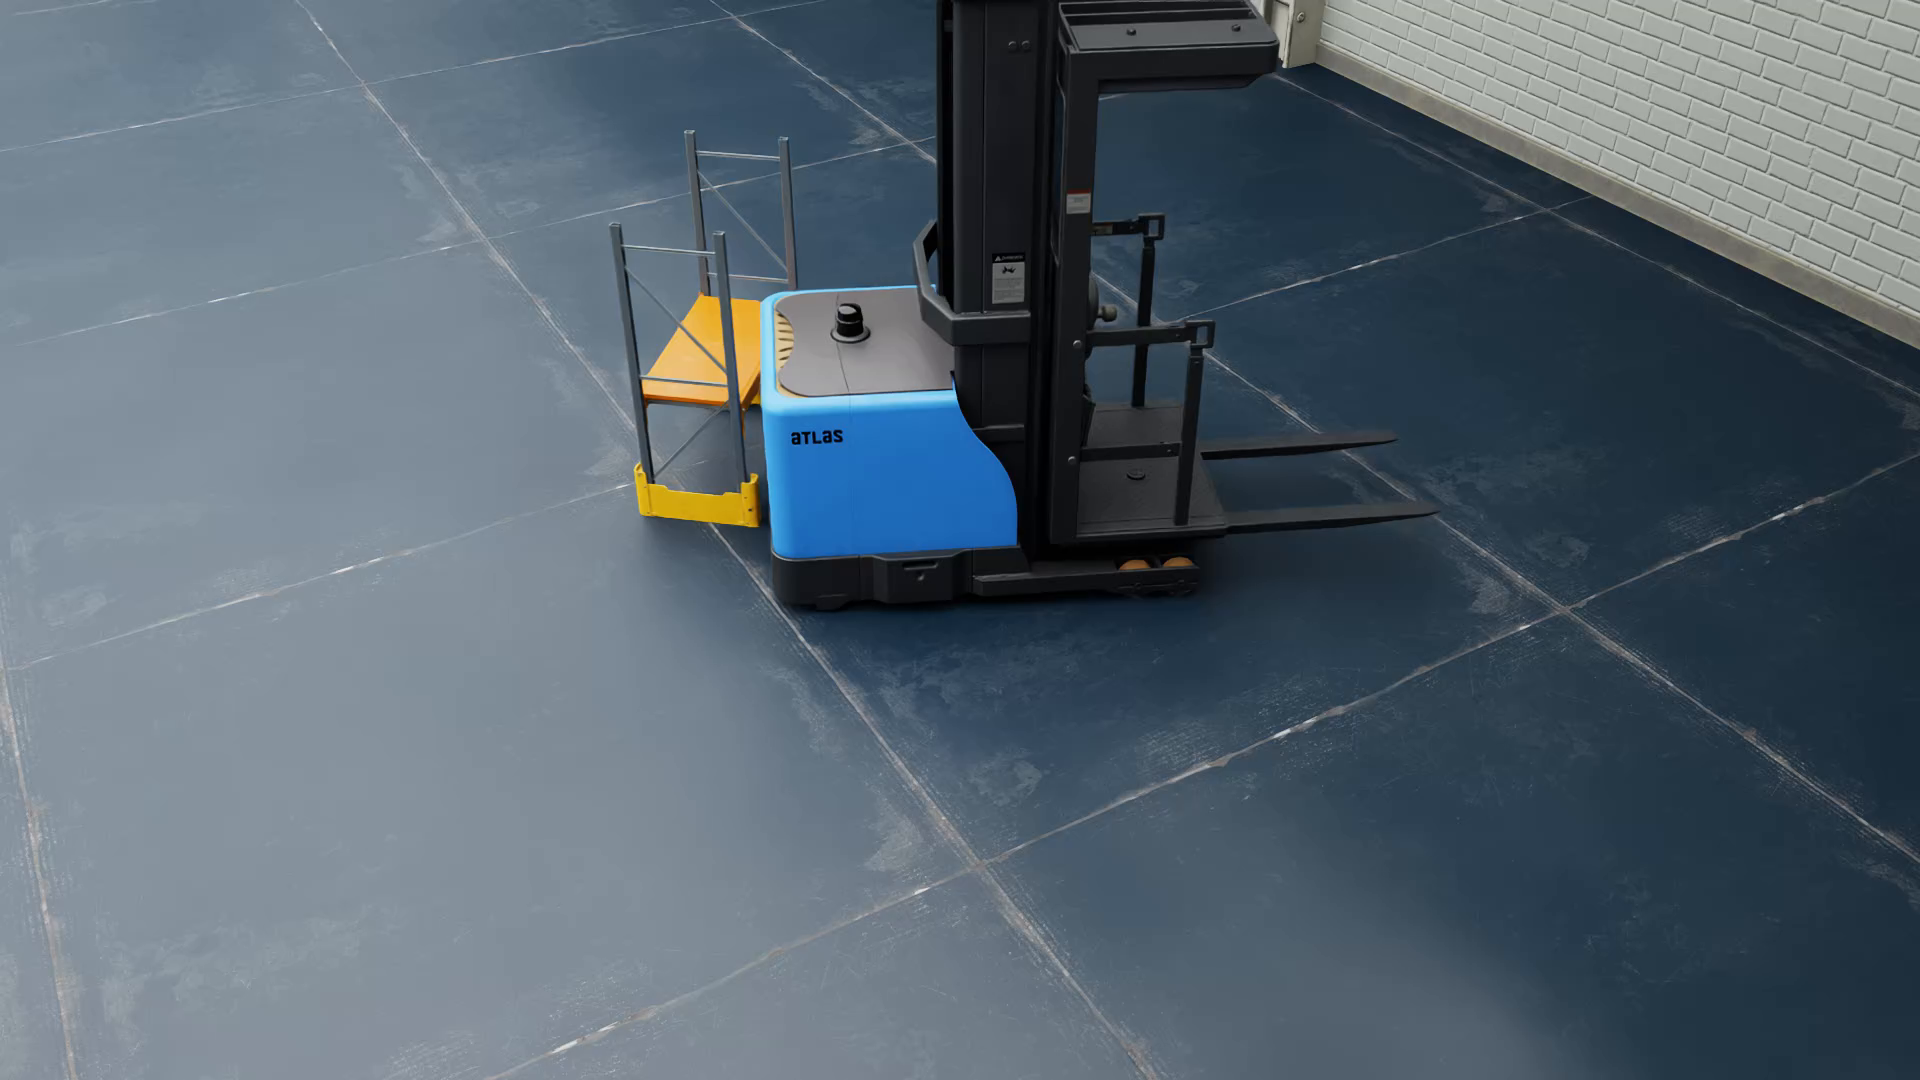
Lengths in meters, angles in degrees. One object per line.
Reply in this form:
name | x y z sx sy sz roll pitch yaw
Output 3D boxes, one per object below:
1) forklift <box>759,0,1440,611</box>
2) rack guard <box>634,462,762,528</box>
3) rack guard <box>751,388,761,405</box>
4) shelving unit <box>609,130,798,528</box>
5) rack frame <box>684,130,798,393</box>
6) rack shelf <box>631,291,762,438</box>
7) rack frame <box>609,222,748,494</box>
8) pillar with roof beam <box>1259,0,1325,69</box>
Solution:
forklift | 0.644 -1.238 6.960 3.031 2.935 1.130 -4 36 -5
rack guard | -1.232 -0.213 7.829 0.587 0.250 0.087 6 37 8
rack guard | -1.051 -0.790 8.620 0.587 0.250 0.087 6 37 8
shelving unit | -1.141 -1.006 7.856 0.587 1.500 1.083 6 37 8
rack frame | -1.051 -1.296 8.253 0.500 1.500 0.032 6 37 8
rack shelf | -1.143 -0.856 7.955 0.538 0.185 1.000 6 37 8
rack frame | -1.235 -0.706 7.445 0.500 1.500 0.032 6 37 8
pillar with roof beam | -1.201 -6.095 8.466 9.100 9.000 0.400 -19 40 -24
